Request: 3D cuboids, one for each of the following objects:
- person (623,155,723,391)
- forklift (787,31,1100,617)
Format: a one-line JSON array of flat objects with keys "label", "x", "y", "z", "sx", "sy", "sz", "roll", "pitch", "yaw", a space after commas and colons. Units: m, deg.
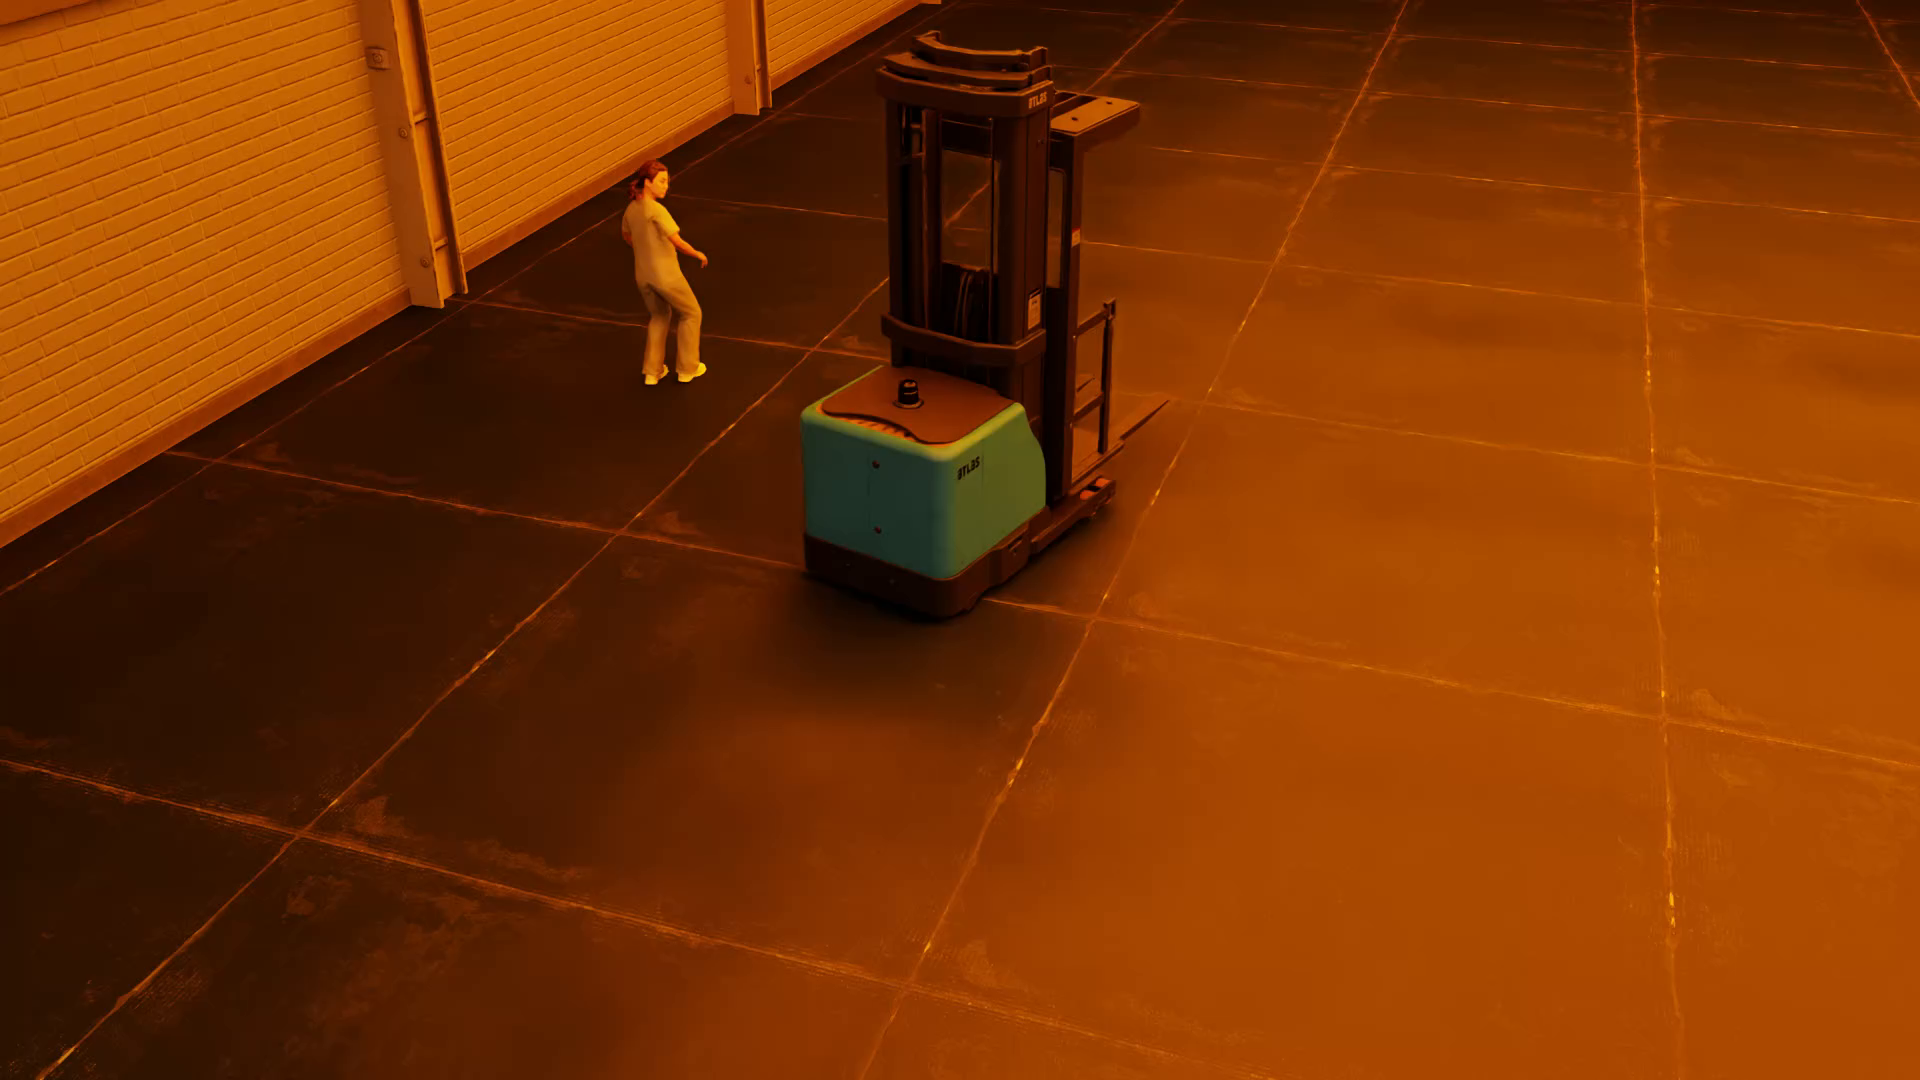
[{"label": "person", "x": -2.030, "y": -1.902, "z": 11.763, "sx": 0.579, "sy": 1.665, "sz": 0.574, "roll": -5, "pitch": 30, "yaw": -8}, {"label": "forklift", "x": -0.277, "y": -1.557, "z": 9.868, "sx": 1.130, "sy": 2.935, "sz": 3.031, "roll": -12, "pitch": 32, "yaw": -21}]
